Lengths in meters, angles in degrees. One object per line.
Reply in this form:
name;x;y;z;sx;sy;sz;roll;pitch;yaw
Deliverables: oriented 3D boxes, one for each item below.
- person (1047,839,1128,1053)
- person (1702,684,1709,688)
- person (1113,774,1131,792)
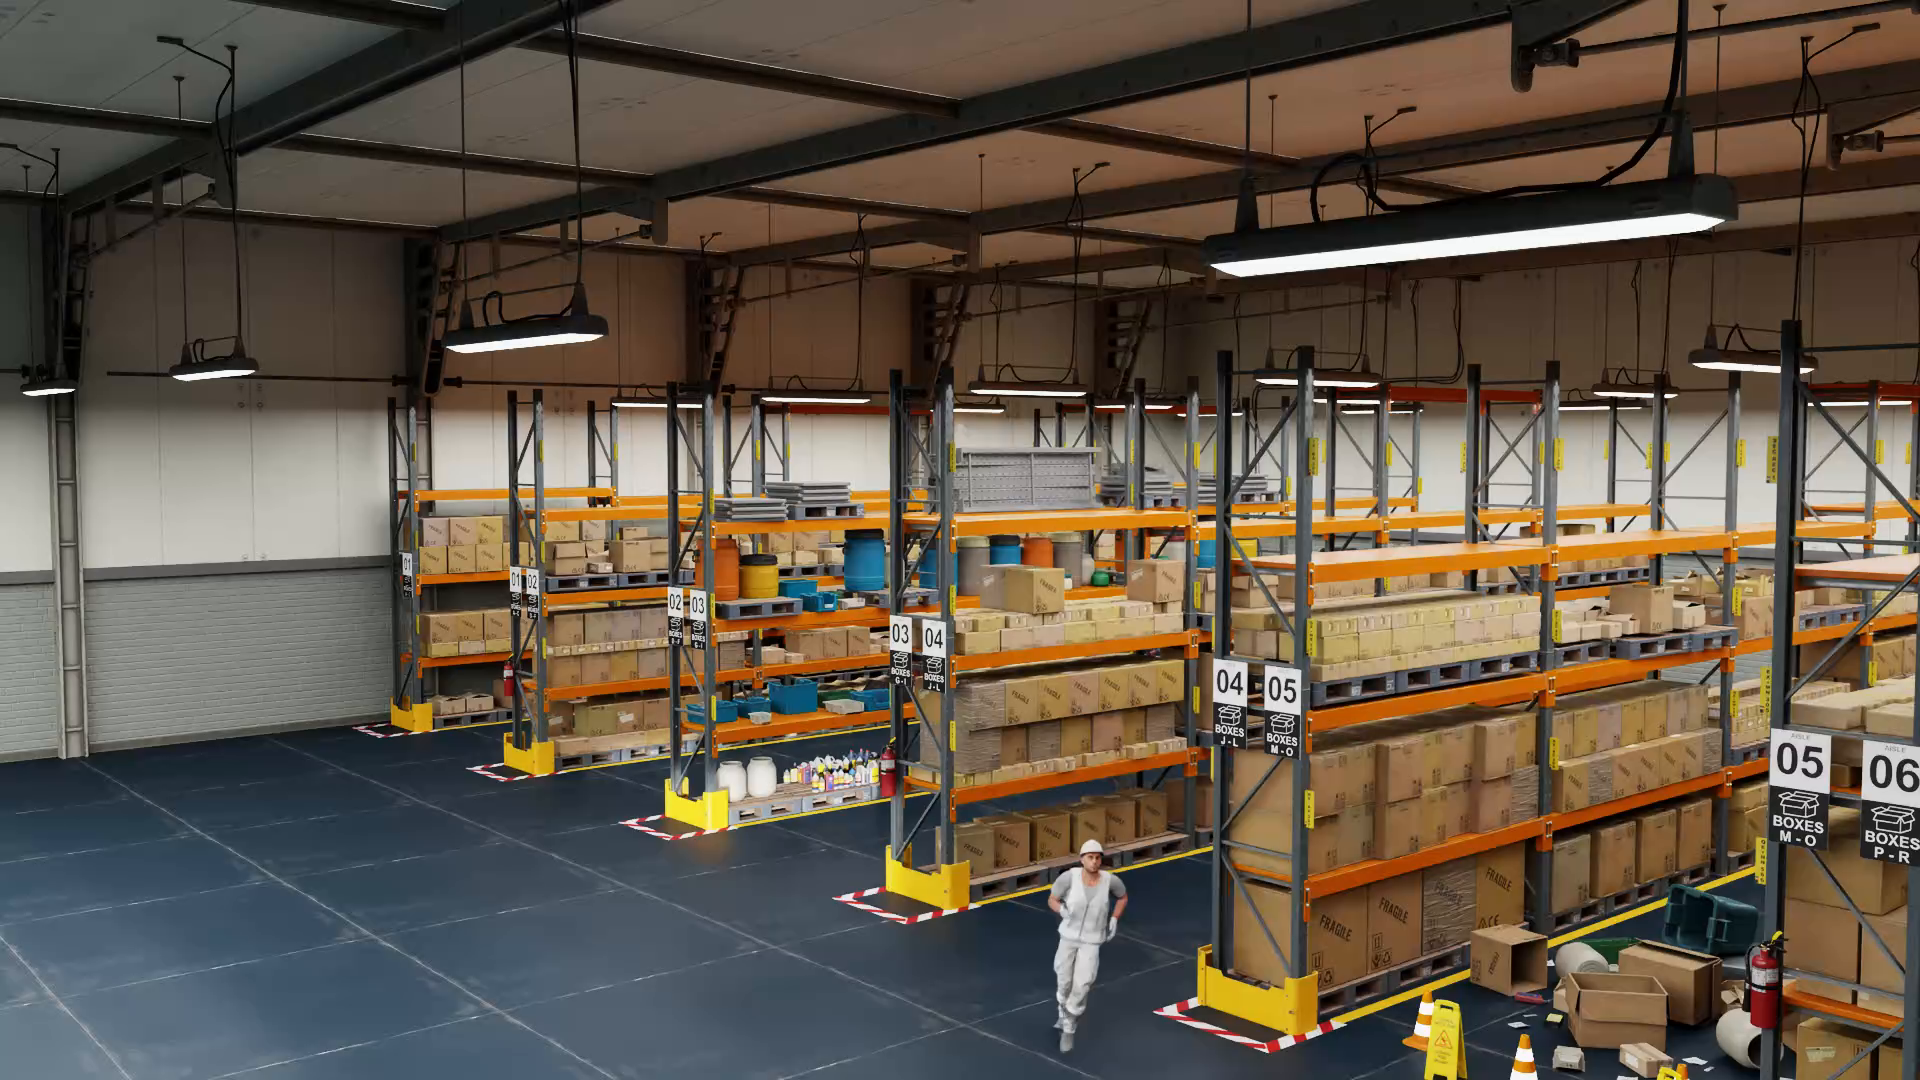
person;1.077;3.457;14.266;0.662;1.805;0.722;1;3;13
person;10.729;2.918;24.088;0.915;1.684;0.578;-3;4;-38
person;2.273;2.891;23.975;0.640;1.840;0.726;3;5;43
